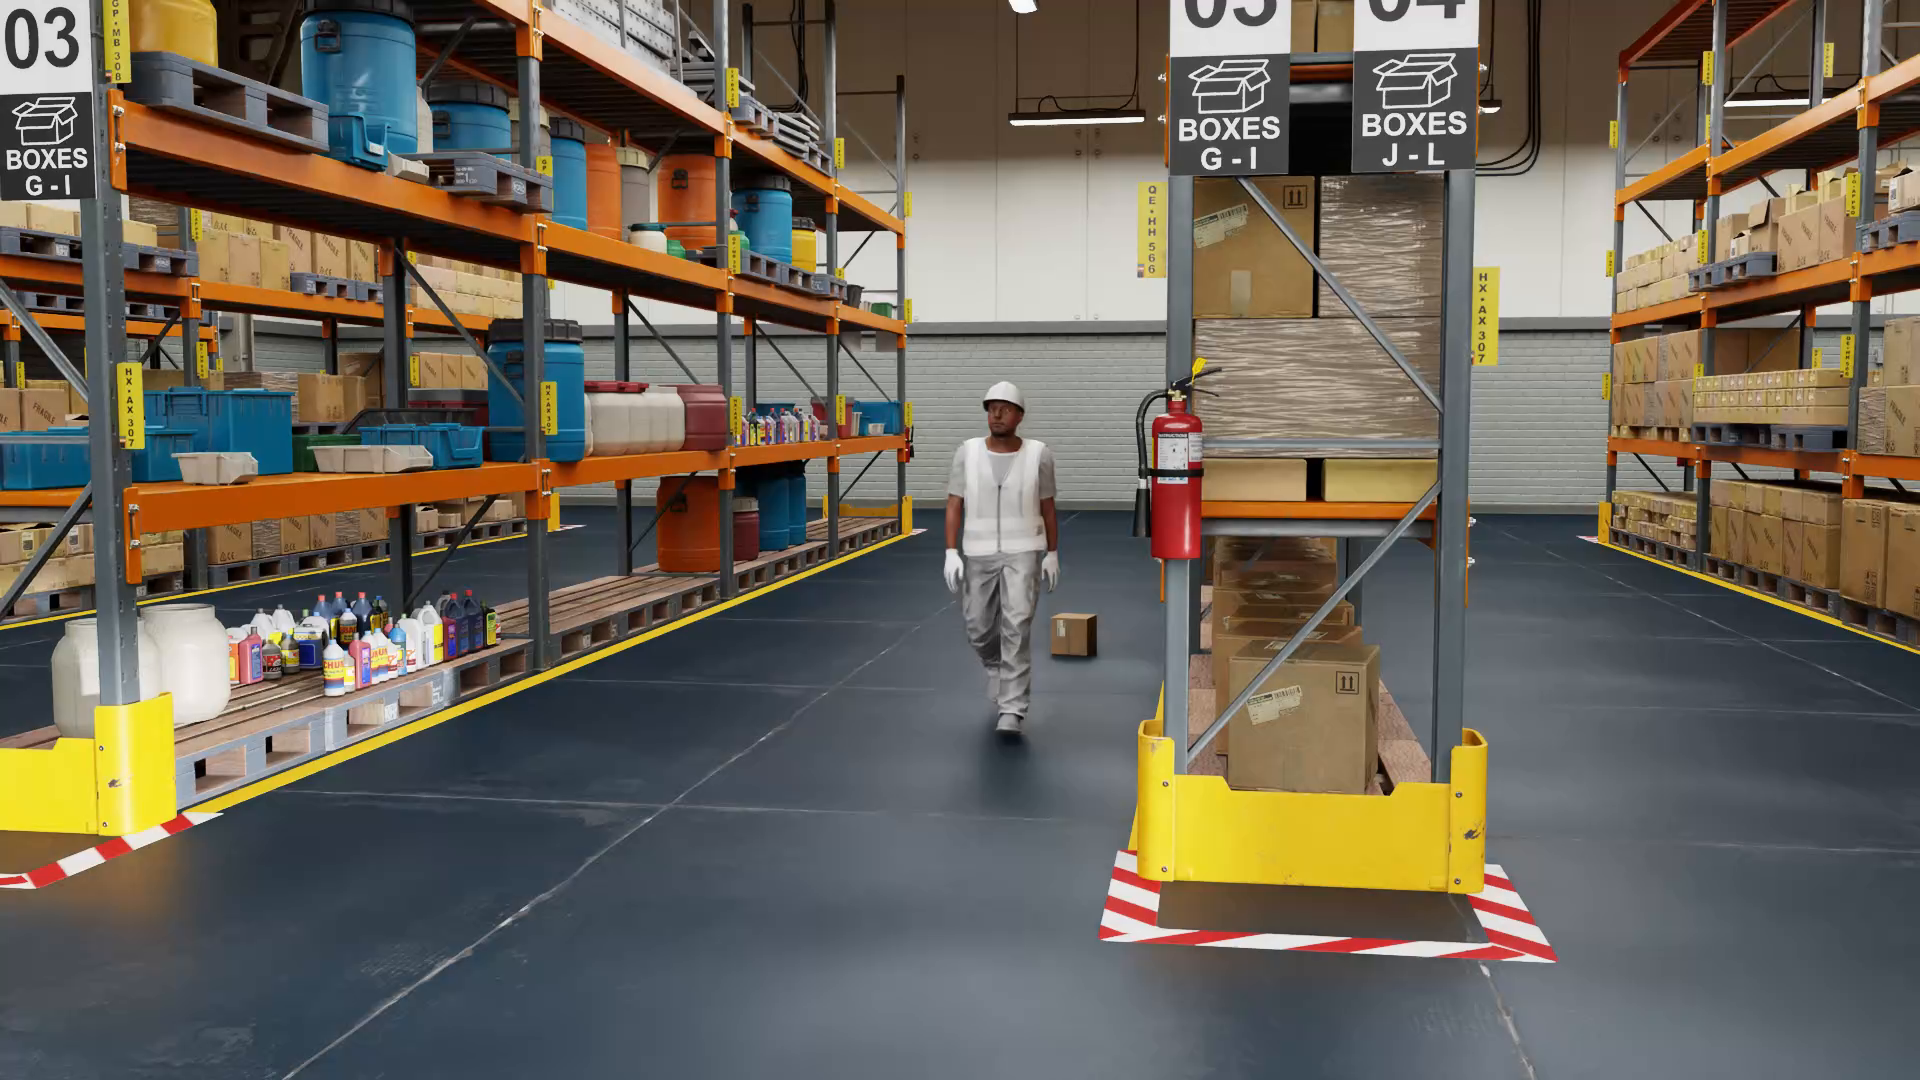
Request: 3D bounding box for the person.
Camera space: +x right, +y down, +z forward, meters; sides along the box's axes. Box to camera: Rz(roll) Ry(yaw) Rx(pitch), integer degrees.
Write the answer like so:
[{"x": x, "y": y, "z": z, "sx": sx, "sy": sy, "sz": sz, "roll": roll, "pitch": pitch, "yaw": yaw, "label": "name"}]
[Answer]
[{"x": 0.216, "y": 0.071, "z": 8.499, "sx": 0.576, "sy": 1.751, "sz": 0.937, "roll": 1, "pitch": 4, "yaw": 11, "label": "person"}]
